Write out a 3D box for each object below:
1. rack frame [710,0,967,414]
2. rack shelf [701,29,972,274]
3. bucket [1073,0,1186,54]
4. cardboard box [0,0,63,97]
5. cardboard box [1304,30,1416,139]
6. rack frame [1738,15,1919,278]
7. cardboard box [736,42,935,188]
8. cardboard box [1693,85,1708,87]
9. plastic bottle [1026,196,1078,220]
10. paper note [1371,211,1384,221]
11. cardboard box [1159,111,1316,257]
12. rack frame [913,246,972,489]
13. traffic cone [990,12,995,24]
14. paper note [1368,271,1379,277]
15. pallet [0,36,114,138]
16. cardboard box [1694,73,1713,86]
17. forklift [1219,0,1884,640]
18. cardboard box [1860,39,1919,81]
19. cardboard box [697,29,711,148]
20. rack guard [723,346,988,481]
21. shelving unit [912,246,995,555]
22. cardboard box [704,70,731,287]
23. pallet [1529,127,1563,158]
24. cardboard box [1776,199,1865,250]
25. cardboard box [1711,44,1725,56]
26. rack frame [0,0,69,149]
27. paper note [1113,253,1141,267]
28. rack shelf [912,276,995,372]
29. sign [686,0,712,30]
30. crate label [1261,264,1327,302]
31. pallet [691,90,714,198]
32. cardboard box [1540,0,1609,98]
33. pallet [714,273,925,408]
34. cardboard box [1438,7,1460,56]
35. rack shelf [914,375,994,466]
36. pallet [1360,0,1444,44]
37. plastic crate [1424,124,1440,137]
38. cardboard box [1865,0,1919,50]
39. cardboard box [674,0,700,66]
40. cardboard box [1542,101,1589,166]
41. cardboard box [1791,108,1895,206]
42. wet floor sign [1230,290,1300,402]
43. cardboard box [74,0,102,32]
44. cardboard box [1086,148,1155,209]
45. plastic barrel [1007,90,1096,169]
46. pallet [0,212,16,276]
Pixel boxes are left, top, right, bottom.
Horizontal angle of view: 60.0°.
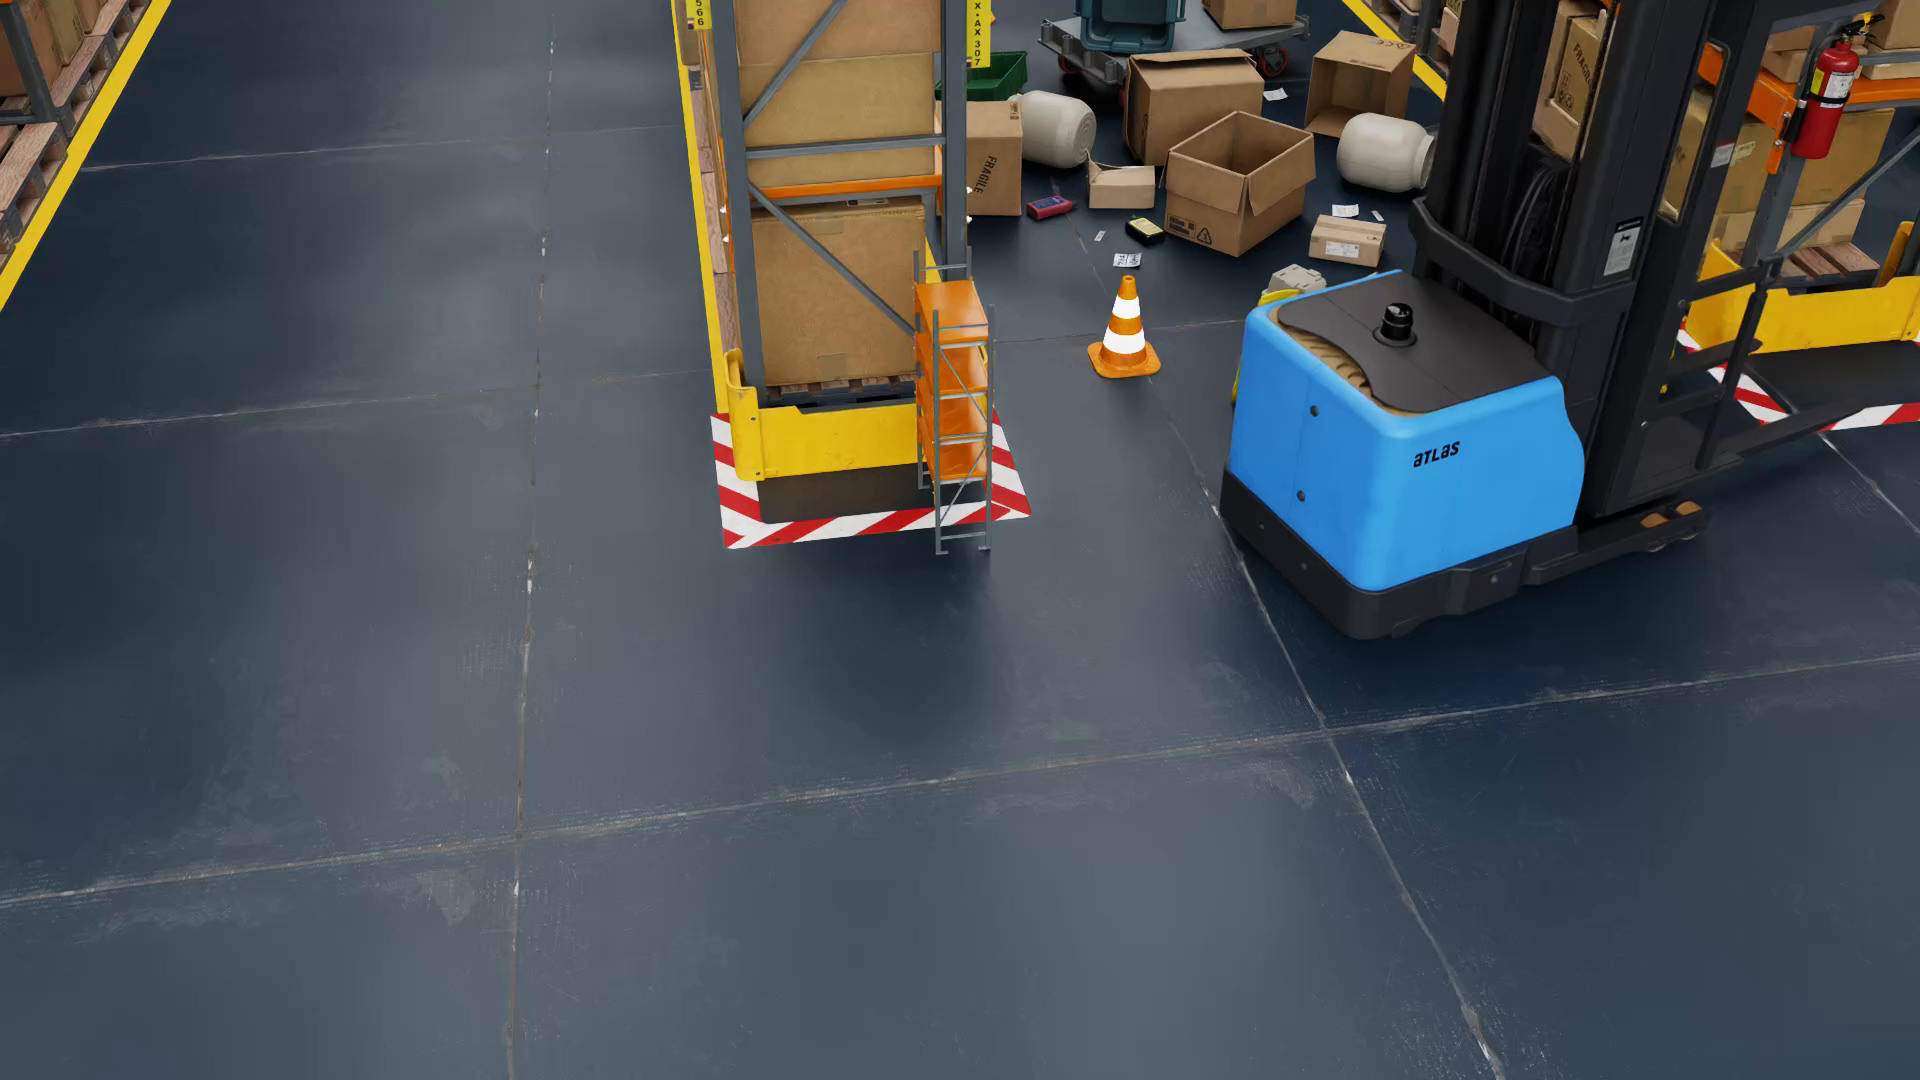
[{"bbox_3d":[-0.475,-1.627,6.899,1.000,3.000,0.127,-6,38,-8],"label":"rack frame"},{"bbox_3d":[-0.826,-2.551,8.675,1.077,0.370,4.000,-6,38,-8],"label":"rack shelf"},{"bbox_3d":[1.117,-3.516,10.761,0.726,0.611,0.620,6,28,8],"label":"bucket"},{"bbox_3d":[-6.164,-3.130,10.513,0.700,0.500,0.500,-9,39,-11],"label":"cardboard box"},{"bbox_3d":[2.528,-2.857,10.518,0.500,0.500,0.500,19,42,23],"label":"cardboard box"},{"bbox_3d":[4.381,-2.221,7.663,1.000,3.000,0.127,-6,38,-8],"label":"rack frame"},{"bbox_3d":[-0.585,-1.906,7.136,0.875,0.550,0.550,-6,38,-8],"label":"cardboard box"},{"bbox_3d":[3.889,-2.367,9.140,0.500,0.500,0.500,-5,38,-6],"label":"cardboard box"},{"bbox_3d":[0.540,-1.948,9.708,0.283,0.061,0.133,-20,42,-23],"label":"plastic bottle"},{"bbox_3d":[2.429,-1.886,9.670,0.032,0.001,0.123,-6,38,-8],"label":"paper note"},{"bbox_3d":[1.580,-2.023,9.444,0.637,0.503,0.797,27,45,30],"label":"cardboard box"},{"bbox_3d":[-0.072,-0.721,7.200,0.240,1.200,0.015,-6,38,-8],"label":"rack frame"},{"bbox_3d":[0.075,-4.014,12.039,0.336,0.463,0.334,-6,38,-8],"label":"traffic cone"},{"bbox_3d":[2.255,-1.405,9.034,0.148,0.019,0.142,-20,42,-23],"label":"paper note"},{"bbox_3d":[-6.215,-2.940,10.862,1.003,0.211,1.213,-6,38,-8],"label":"pallet"},{"bbox_3d":[3.853,-2.523,8.812,0.380,0.149,0.250,-5,38,-7],"label":"cardboard box"},{"bbox_3d":[2.692,-1.380,6.637,3.031,2.935,1.130,-17,41,-20],"label":"forklift"},{"bbox_3d":[4.525,-2.349,8.033,0.380,0.149,0.250,-6,38,-8],"label":"cardboard box"},{"bbox_3d":[-1.135,-2.983,10.034,0.875,0.875,0.875,-6,38,-7],"label":"cardboard box"},{"bbox_3d":[-0.471,-0.626,7.648,1.175,0.500,0.348,-6,38,-8],"label":"rack guard"},{"bbox_3d":[-0.029,-0.574,7.011,0.258,1.200,0.503,-6,38,-8],"label":"shelving unit"},{"bbox_3d":[-0.815,-1.888,8.624,0.875,0.875,0.875,-7,38,-9],"label":"cardboard box"},{"bbox_3d":[4.049,-2.395,10.161,1.003,0.211,1.213,-6,38,-8],"label":"pallet"},{"bbox_3d":[4.511,-1.818,9.043,0.500,0.250,0.500,-7,38,-8],"label":"cardboard box"},{"bbox_3d":[3.951,-2.465,8.183,0.380,0.149,0.250,-7,38,-8],"label":"cardboard box"},{"bbox_3d":[-6.077,-3.571,9.401,1.000,3.000,0.127,-6,38,-8],"label":"rack frame"},{"bbox_3d":[0.929,-1.559,9.233,0.144,0.017,0.142,6,38,8],"label":"paper note"},{"bbox_3d":[-0.029,-0.884,6.770,0.258,0.148,0.480,-6,38,-8],"label":"rack shelf"},{"bbox_3d":[-1.012,-2.128,6.407,0.100,0.325,0.005,-6,38,-8],"label":"sign"},{"bbox_3d":[1.803,-1.355,8.882,0.250,0.136,0.298,-27,45,-31],"label":"crate label"},{"bbox_3d":[-1.120,-2.474,10.263,1.003,0.211,1.213,-6,38,-8],"label":"pallet"},{"bbox_3d":[3.712,-2.992,9.944,0.500,0.500,0.500,-4,38,-6],"label":"cardboard box"},{"bbox_3d":[-0.692,-1.000,8.366,1.003,0.211,1.213,-6,38,-8],"label":"pallet"},{"bbox_3d":[3.517,-3.331,10.992,0.500,0.250,0.500,-8,39,-10],"label":"cardboard box"},{"bbox_3d":[-0.029,-0.521,7.052,0.258,0.148,0.480,-6,38,-8],"label":"rack shelf"},{"bbox_3d":[3.541,-4.005,12.234,1.003,0.211,1.213,-6,38,-8],"label":"pallet"},{"bbox_3d":[3.147,-2.447,10.335,0.402,0.080,0.583,-20,42,-23],"label":"plastic crate"},{"bbox_3d":[4.571,-2.693,7.948,0.500,0.500,0.500,-7,38,-9],"label":"cardboard box"},{"bbox_3d":[-1.374,-3.686,11.041,1.050,0.750,0.750,-6,38,-8],"label":"cardboard box"},{"bbox_3d":[3.794,-2.389,9.779,0.500,0.250,0.500,-8,38,-10],"label":"cardboard box"},{"bbox_3d":[4.507,-2.128,8.832,0.500,0.500,0.500,-7,38,-9],"label":"cardboard box"},{"bbox_3d":[1.479,-0.893,7.873,0.267,0.644,0.232,-13,40,-16],"label":"wet floor sign"},{"bbox_3d":[-6.327,-3.758,11.322,0.700,0.500,0.500,-9,39,-12],"label":"cardboard box"},{"bbox_3d":[0.938,-2.123,9.767,0.396,0.266,0.258,0,38,0],"label":"cardboard box"},{"bbox_3d":[0.533,-2.506,10.130,0.512,0.421,0.421,19,42,23],"label":"plastic barrel"},{"bbox_3d":[-5.707,-1.329,8.789,1.003,0.211,1.213,-6,38,-8],"label":"pallet"}]
